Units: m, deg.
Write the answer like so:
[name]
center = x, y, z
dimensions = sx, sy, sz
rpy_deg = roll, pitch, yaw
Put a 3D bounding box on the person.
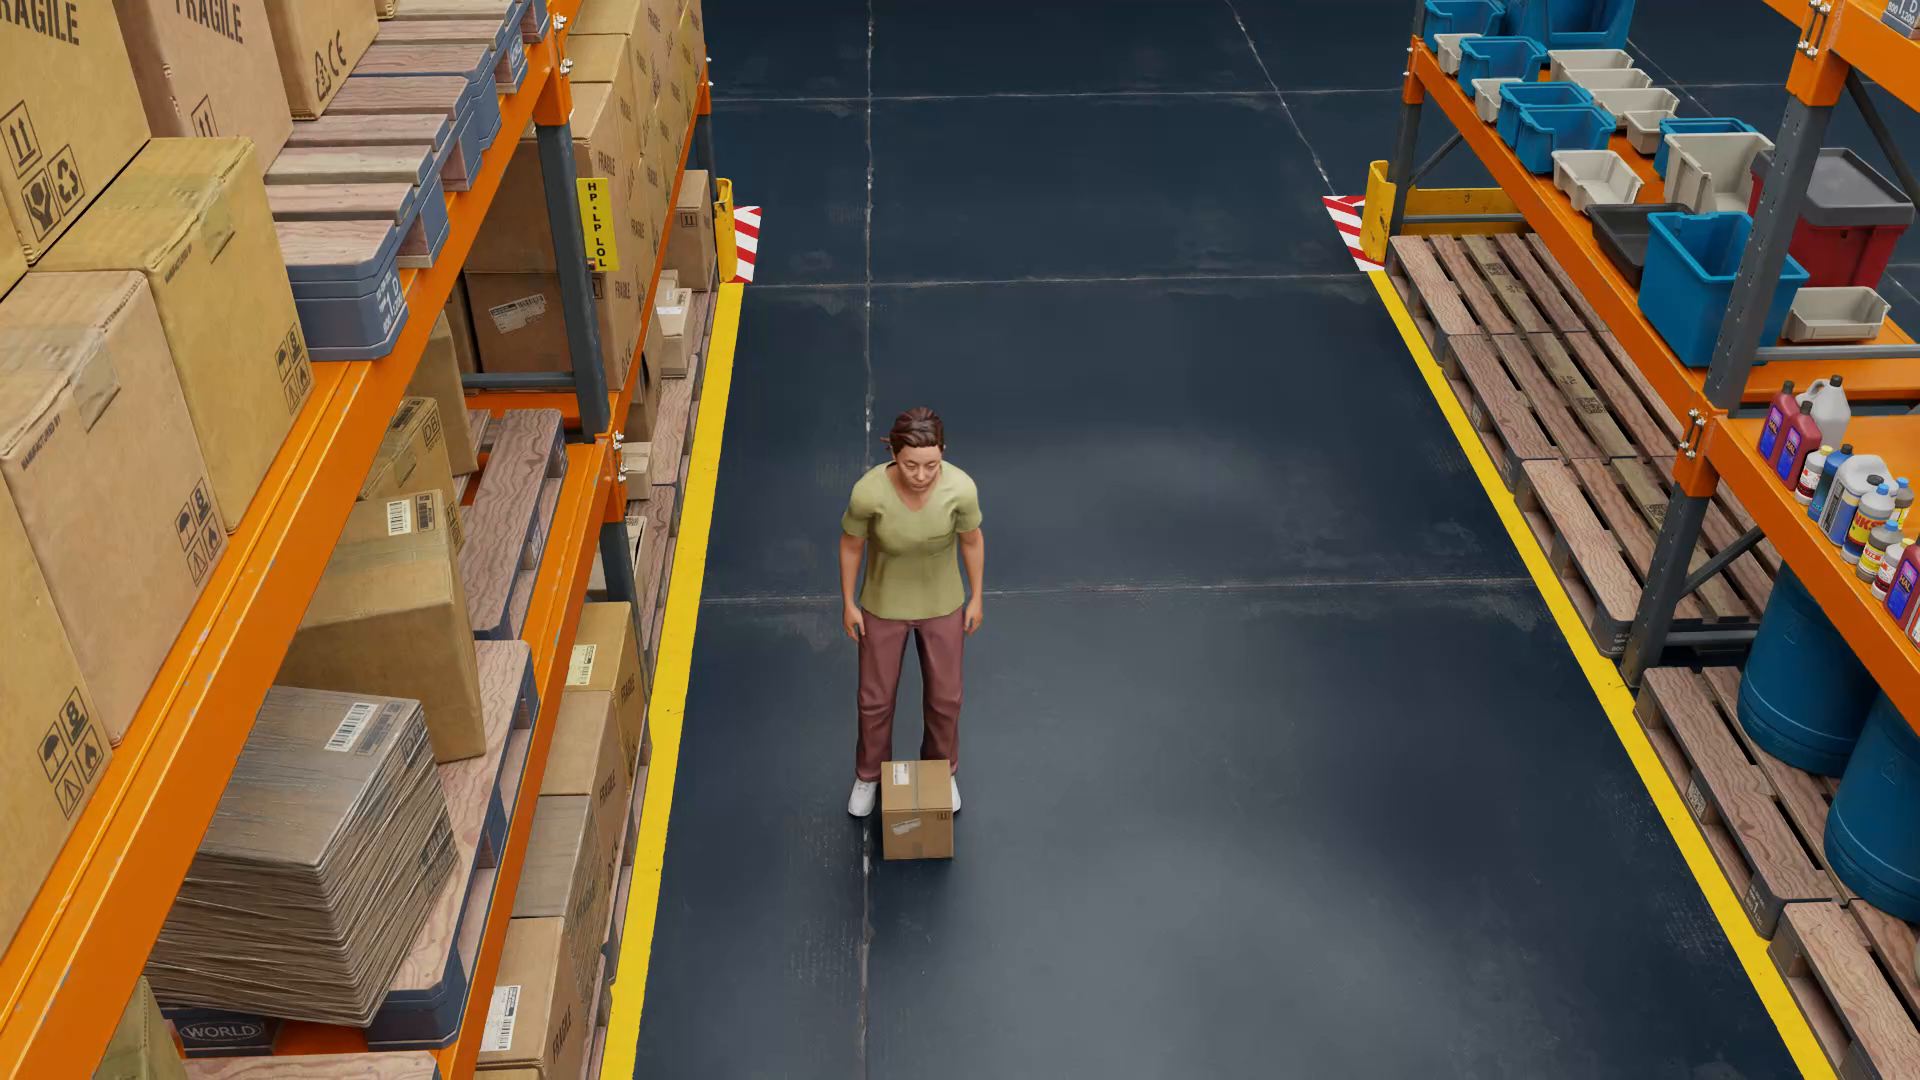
[person]
center = -0.167, 0.250, 5.796
dimensions = 0.516, 1.671, 0.364
rpy_deg = -3, 35, -4
